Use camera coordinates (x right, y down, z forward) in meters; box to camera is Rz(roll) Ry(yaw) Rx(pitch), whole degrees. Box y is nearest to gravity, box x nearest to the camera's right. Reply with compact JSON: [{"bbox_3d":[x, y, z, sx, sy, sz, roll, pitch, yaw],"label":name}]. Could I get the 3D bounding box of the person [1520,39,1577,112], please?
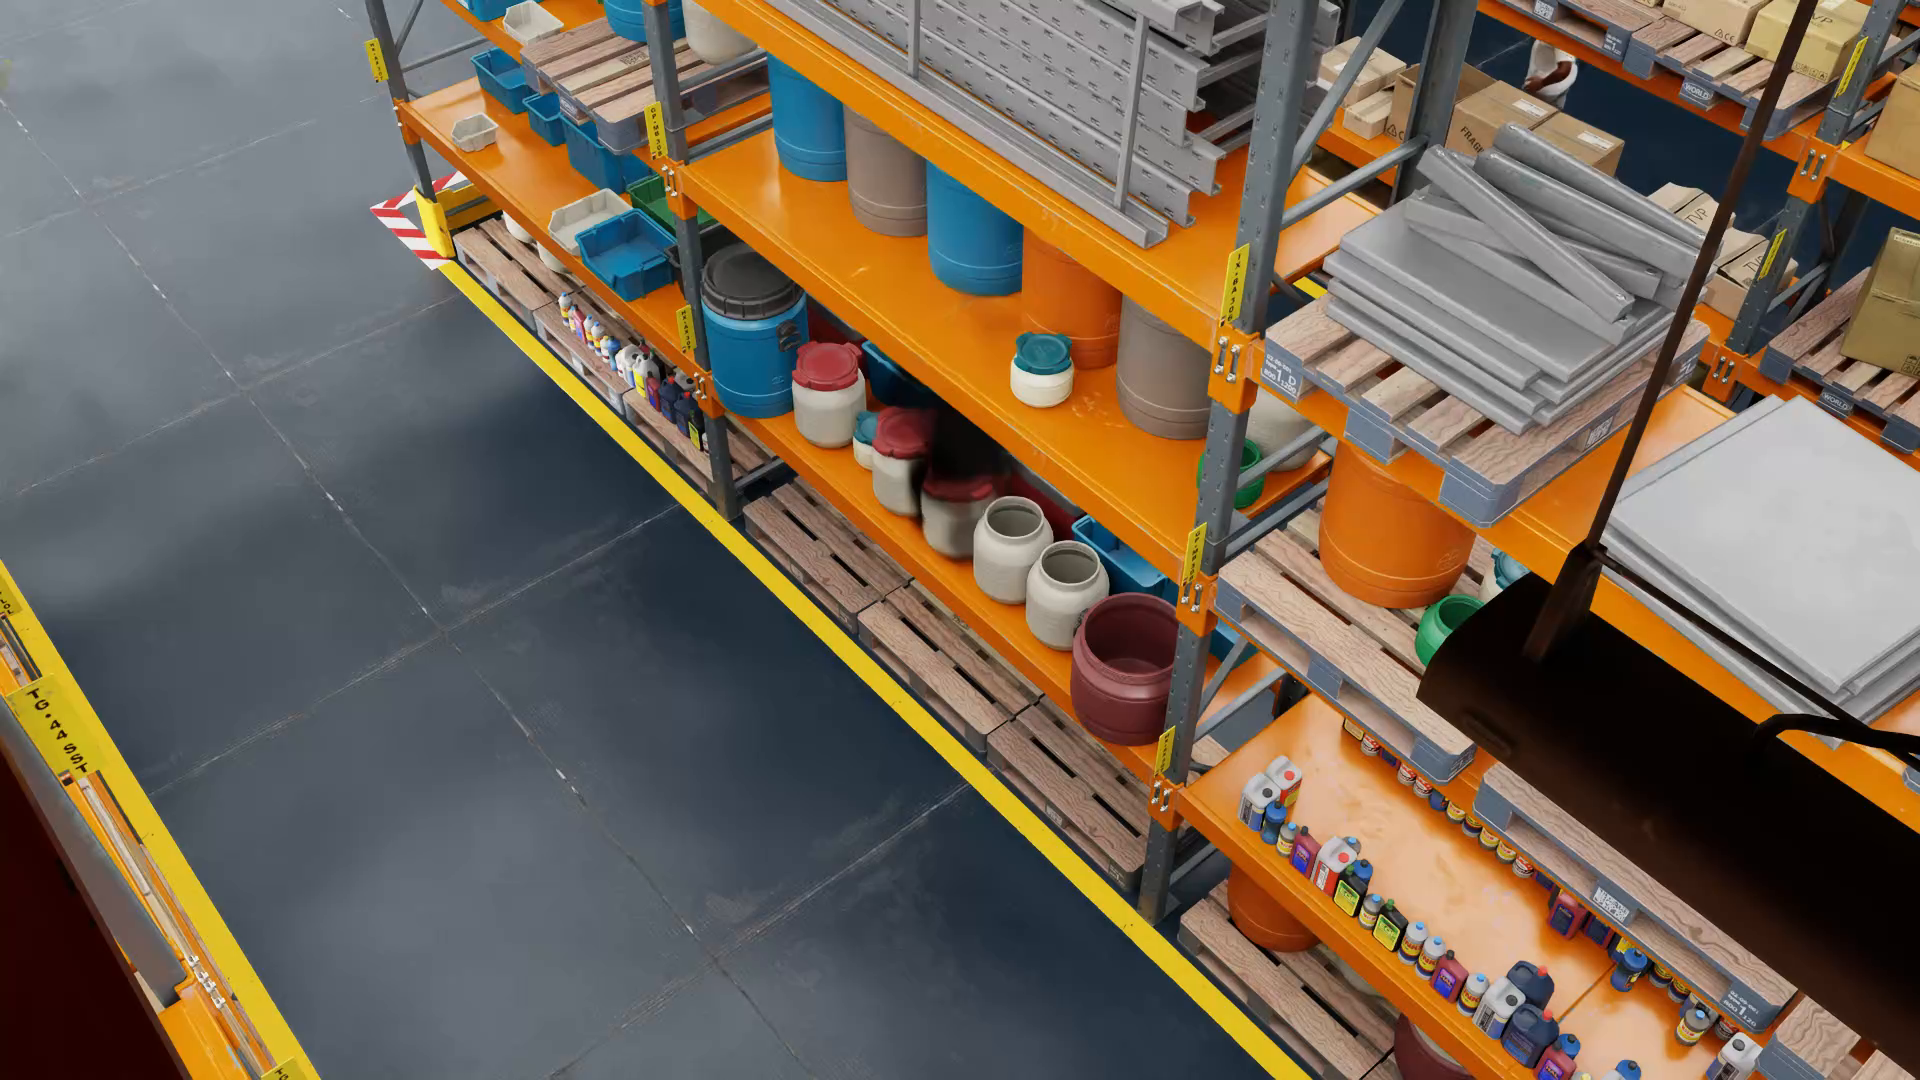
[{"bbox_3d":[4.673,-3.628,13.176,0.703,1.747,0.987,-33,55,-28],"label":"person"}]
